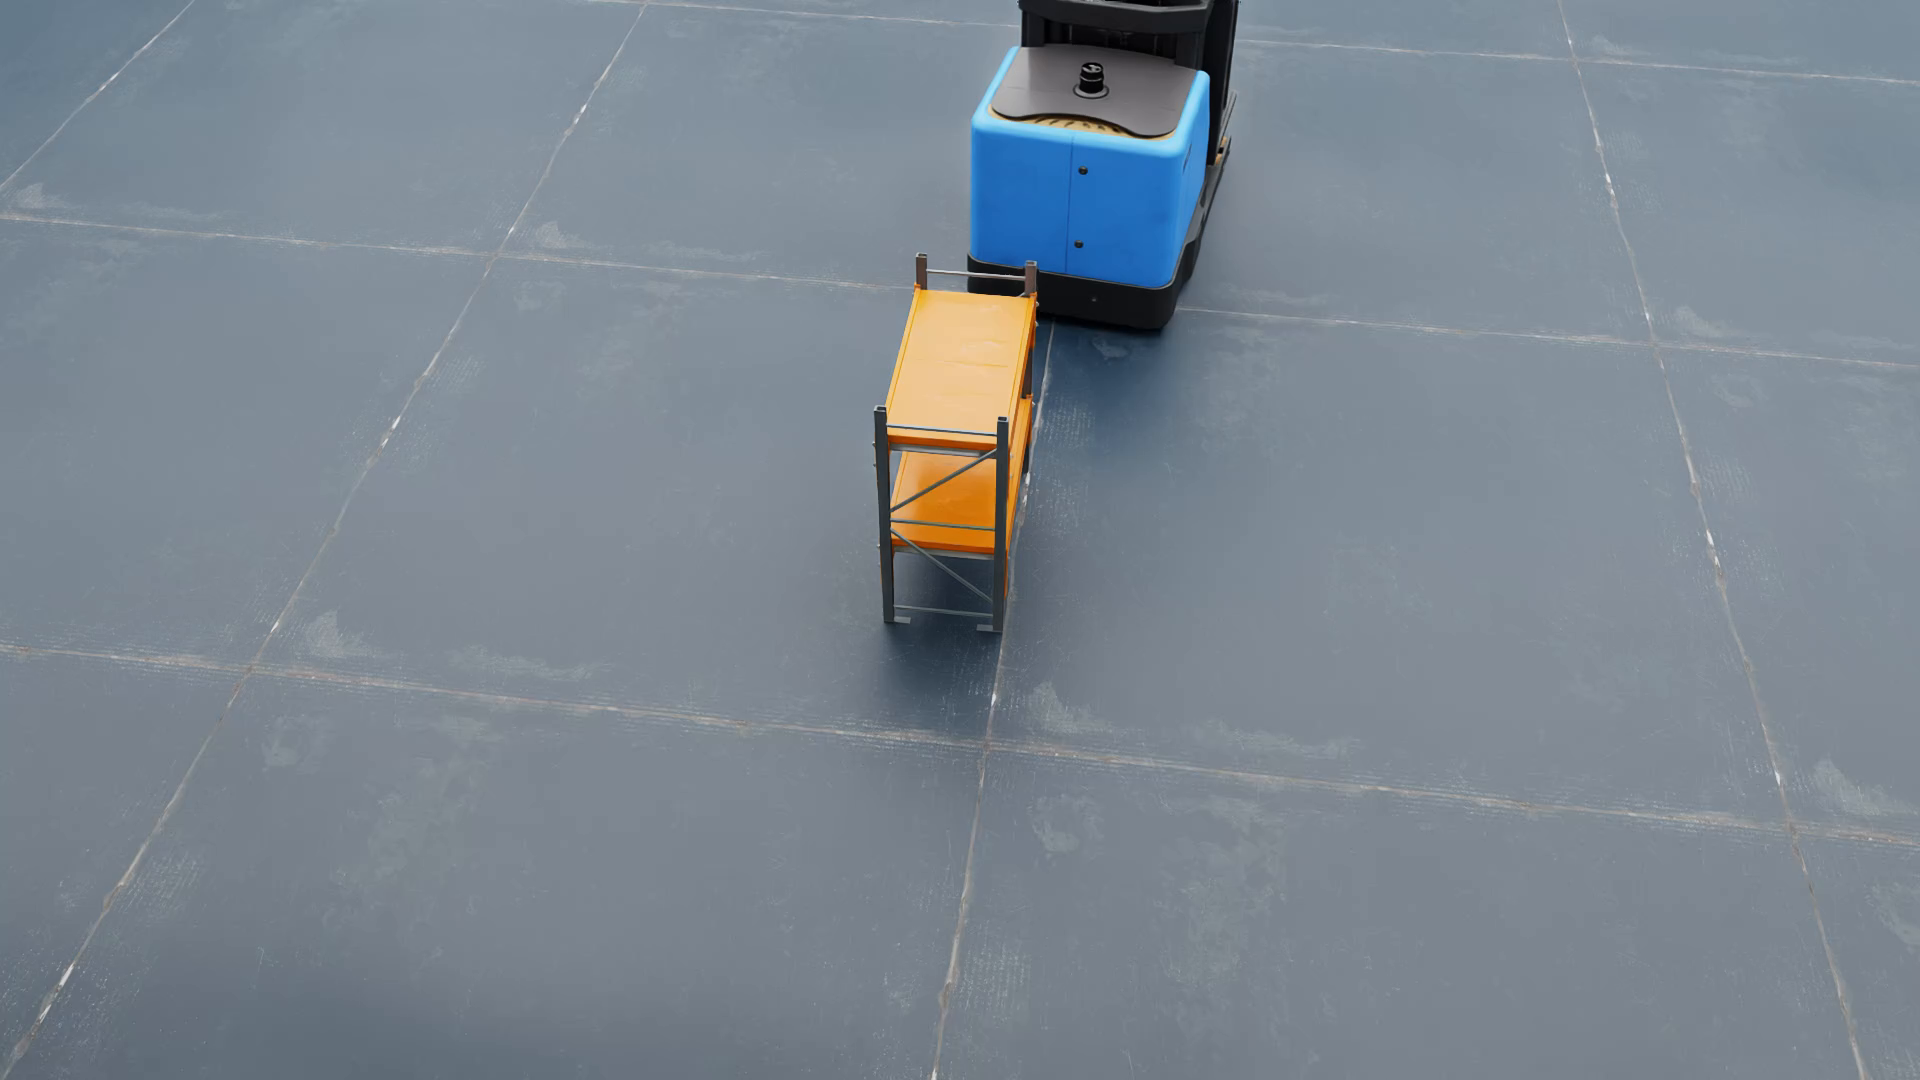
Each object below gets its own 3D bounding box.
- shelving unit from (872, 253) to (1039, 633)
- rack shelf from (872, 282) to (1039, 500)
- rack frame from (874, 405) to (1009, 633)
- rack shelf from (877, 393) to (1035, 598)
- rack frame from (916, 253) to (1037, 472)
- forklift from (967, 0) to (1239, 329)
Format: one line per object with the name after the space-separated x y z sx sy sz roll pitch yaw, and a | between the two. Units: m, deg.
-0.001 -0.404 6.881 0.538 1.125 1.048 5 44 6 | shelving unit
-0.001 -0.616 6.679 0.538 0.278 1.000 5 44 6 | rack shelf
-0.068 -0.057 6.515 0.500 1.125 0.032 5 44 6 | rack frame
-0.001 -0.226 7.049 0.538 0.278 1.000 5 44 6 | rack shelf
0.066 -0.750 7.246 0.500 1.125 0.032 5 44 6 | rack frame
0.925 -3.144 8.461 1.130 2.935 3.031 11 45 11 | forklift
